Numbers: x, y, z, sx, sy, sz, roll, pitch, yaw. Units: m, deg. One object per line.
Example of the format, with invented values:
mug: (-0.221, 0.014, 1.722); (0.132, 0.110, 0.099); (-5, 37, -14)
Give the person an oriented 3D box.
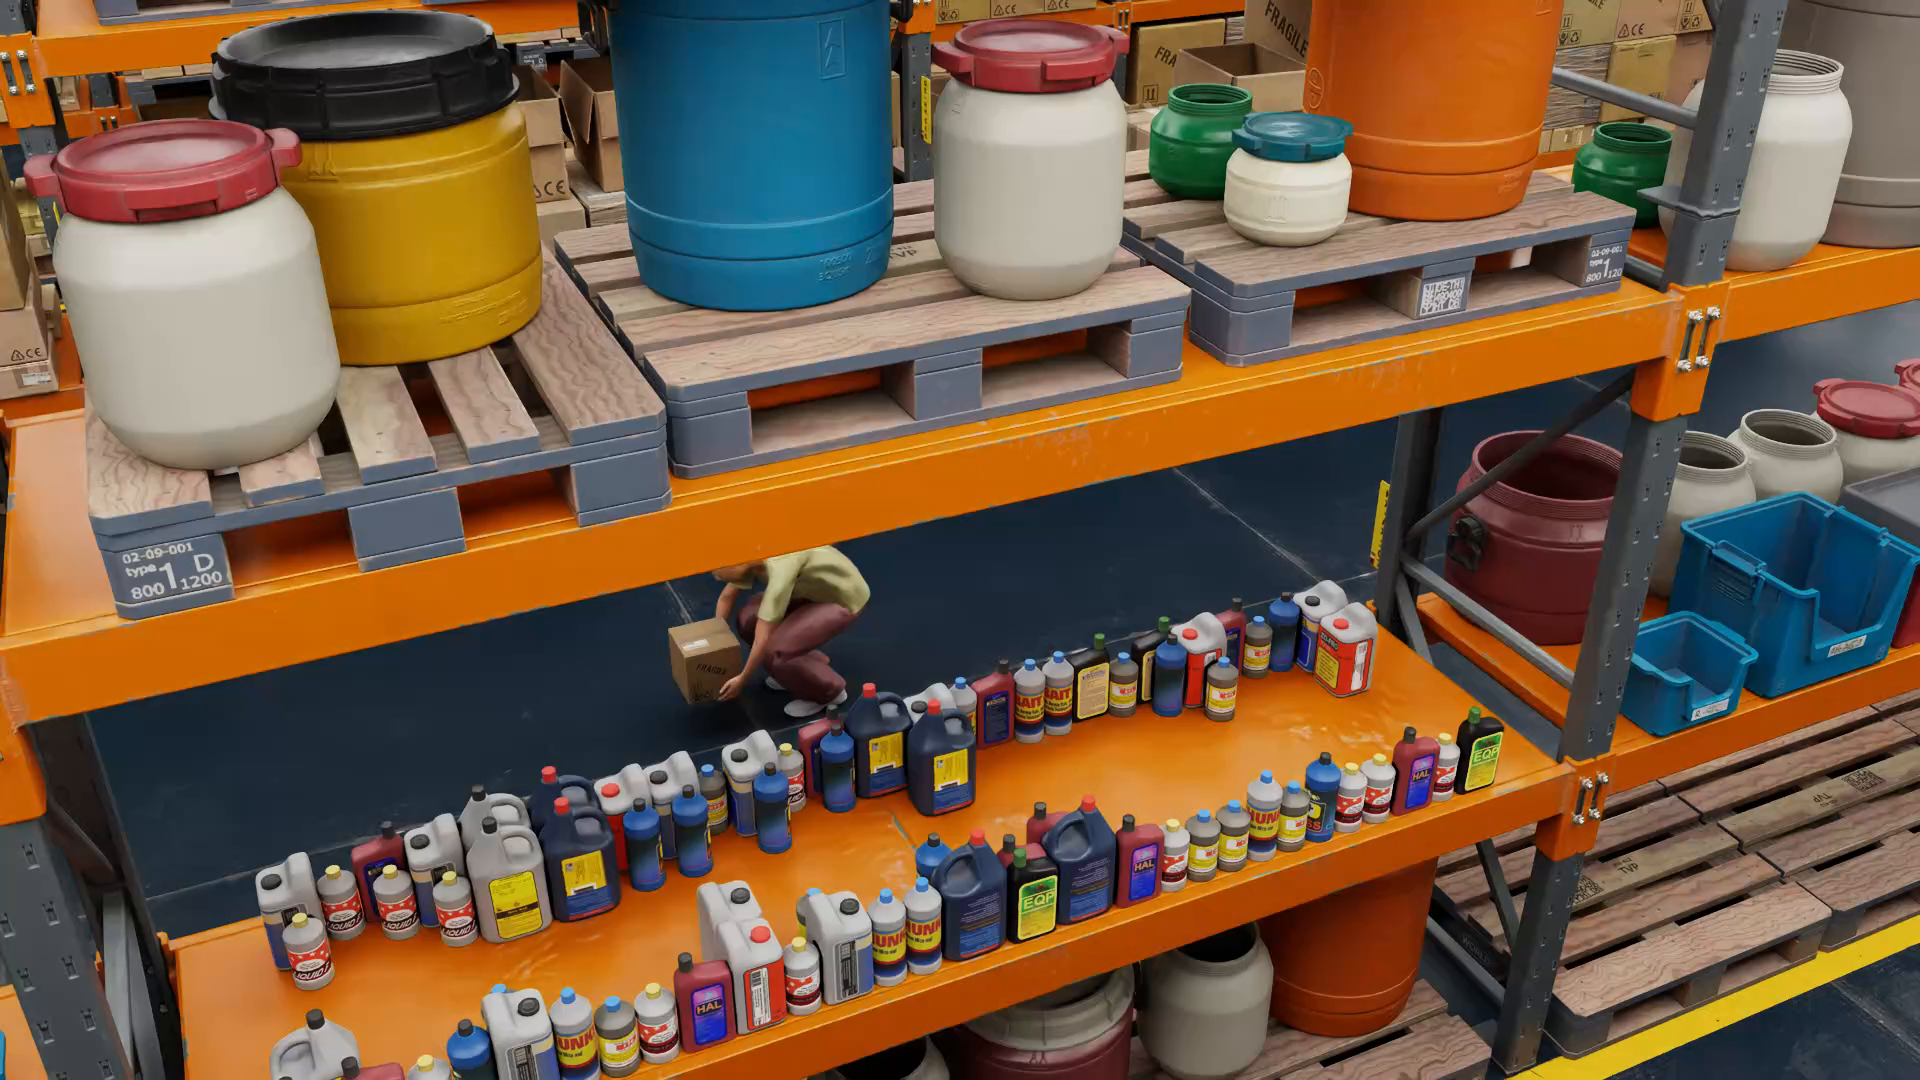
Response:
person: (-0.768, 0.309, 7.281); (0.775, 0.991, 0.496); (-13, 32, -22)
